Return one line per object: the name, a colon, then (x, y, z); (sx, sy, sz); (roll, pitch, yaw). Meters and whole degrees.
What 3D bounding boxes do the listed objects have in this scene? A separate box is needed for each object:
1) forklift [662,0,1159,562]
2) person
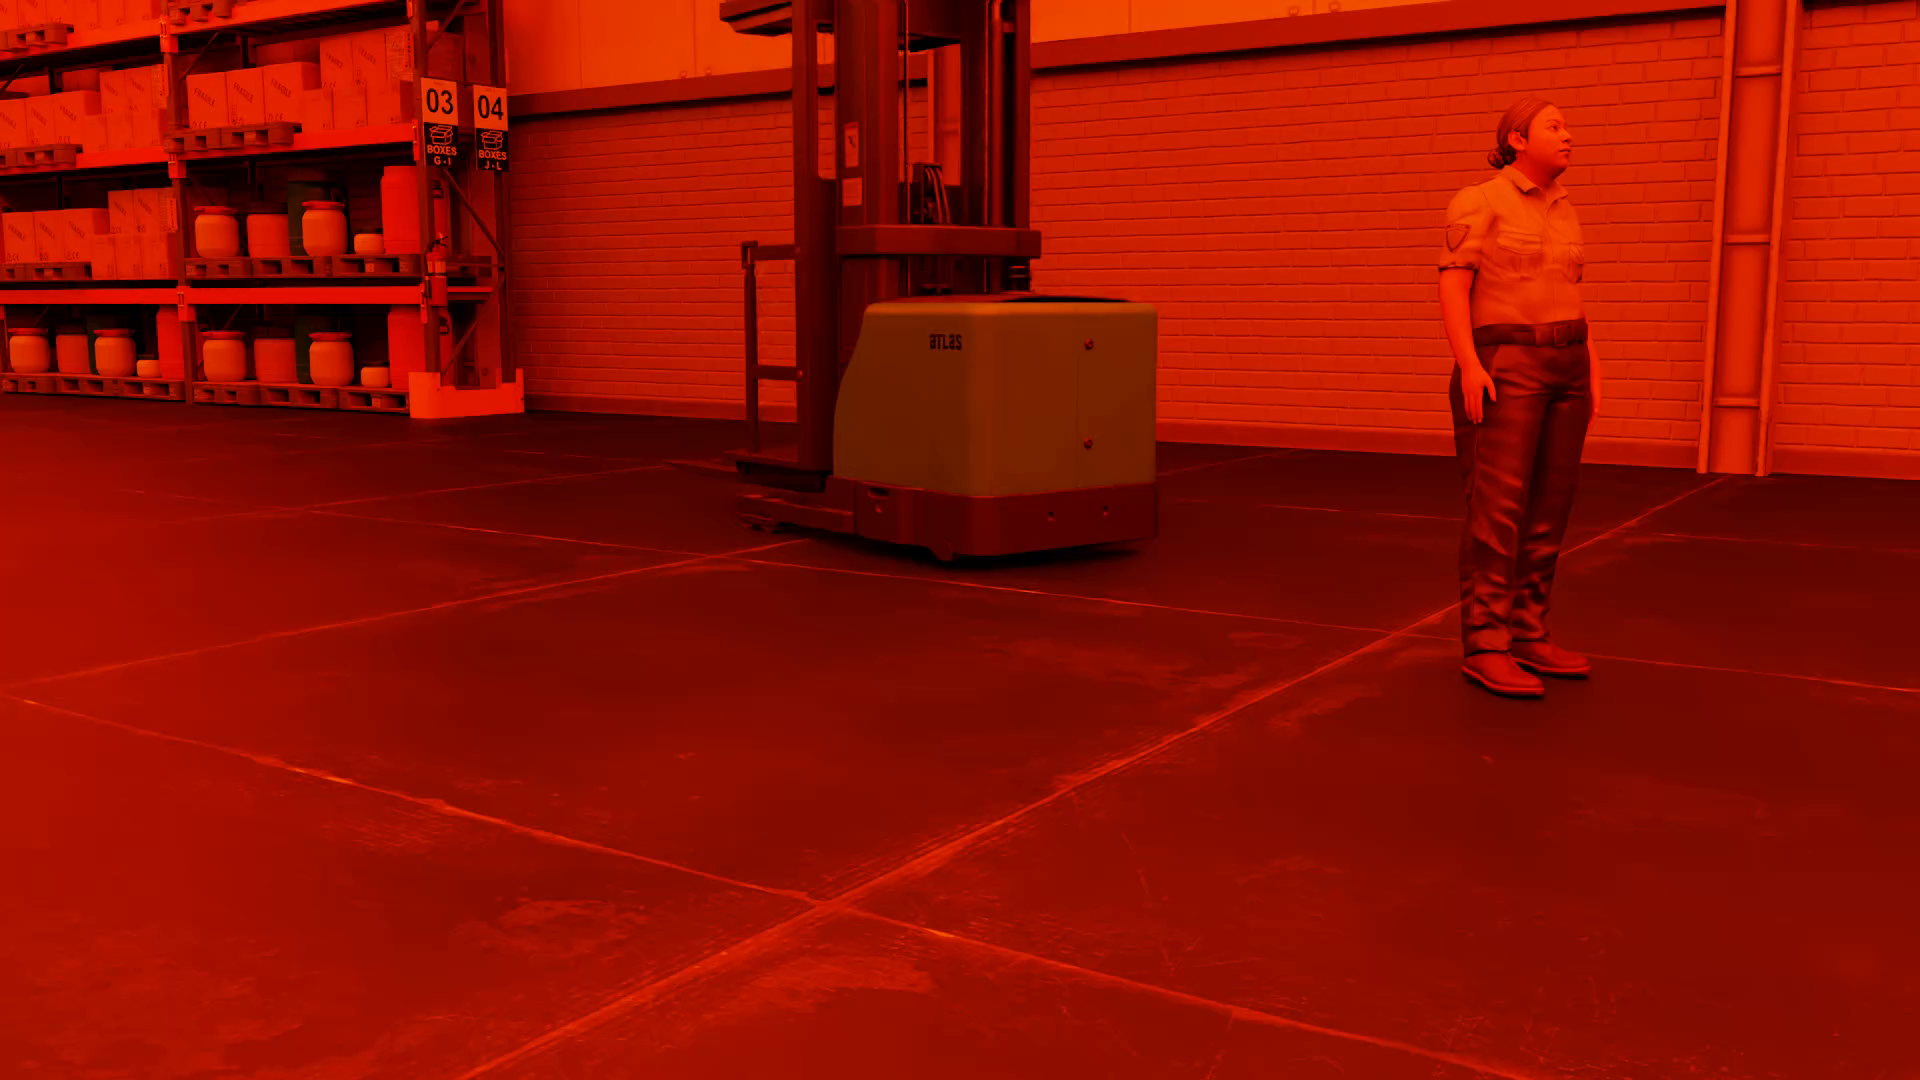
forklift: (-0.438, -1.523, 7.902); (1.130, 2.935, 3.031); (-6, 10, -37)
person: (1.660, -0.432, 4.739); (0.598, 1.650, 0.502); (-5, 9, -29)
